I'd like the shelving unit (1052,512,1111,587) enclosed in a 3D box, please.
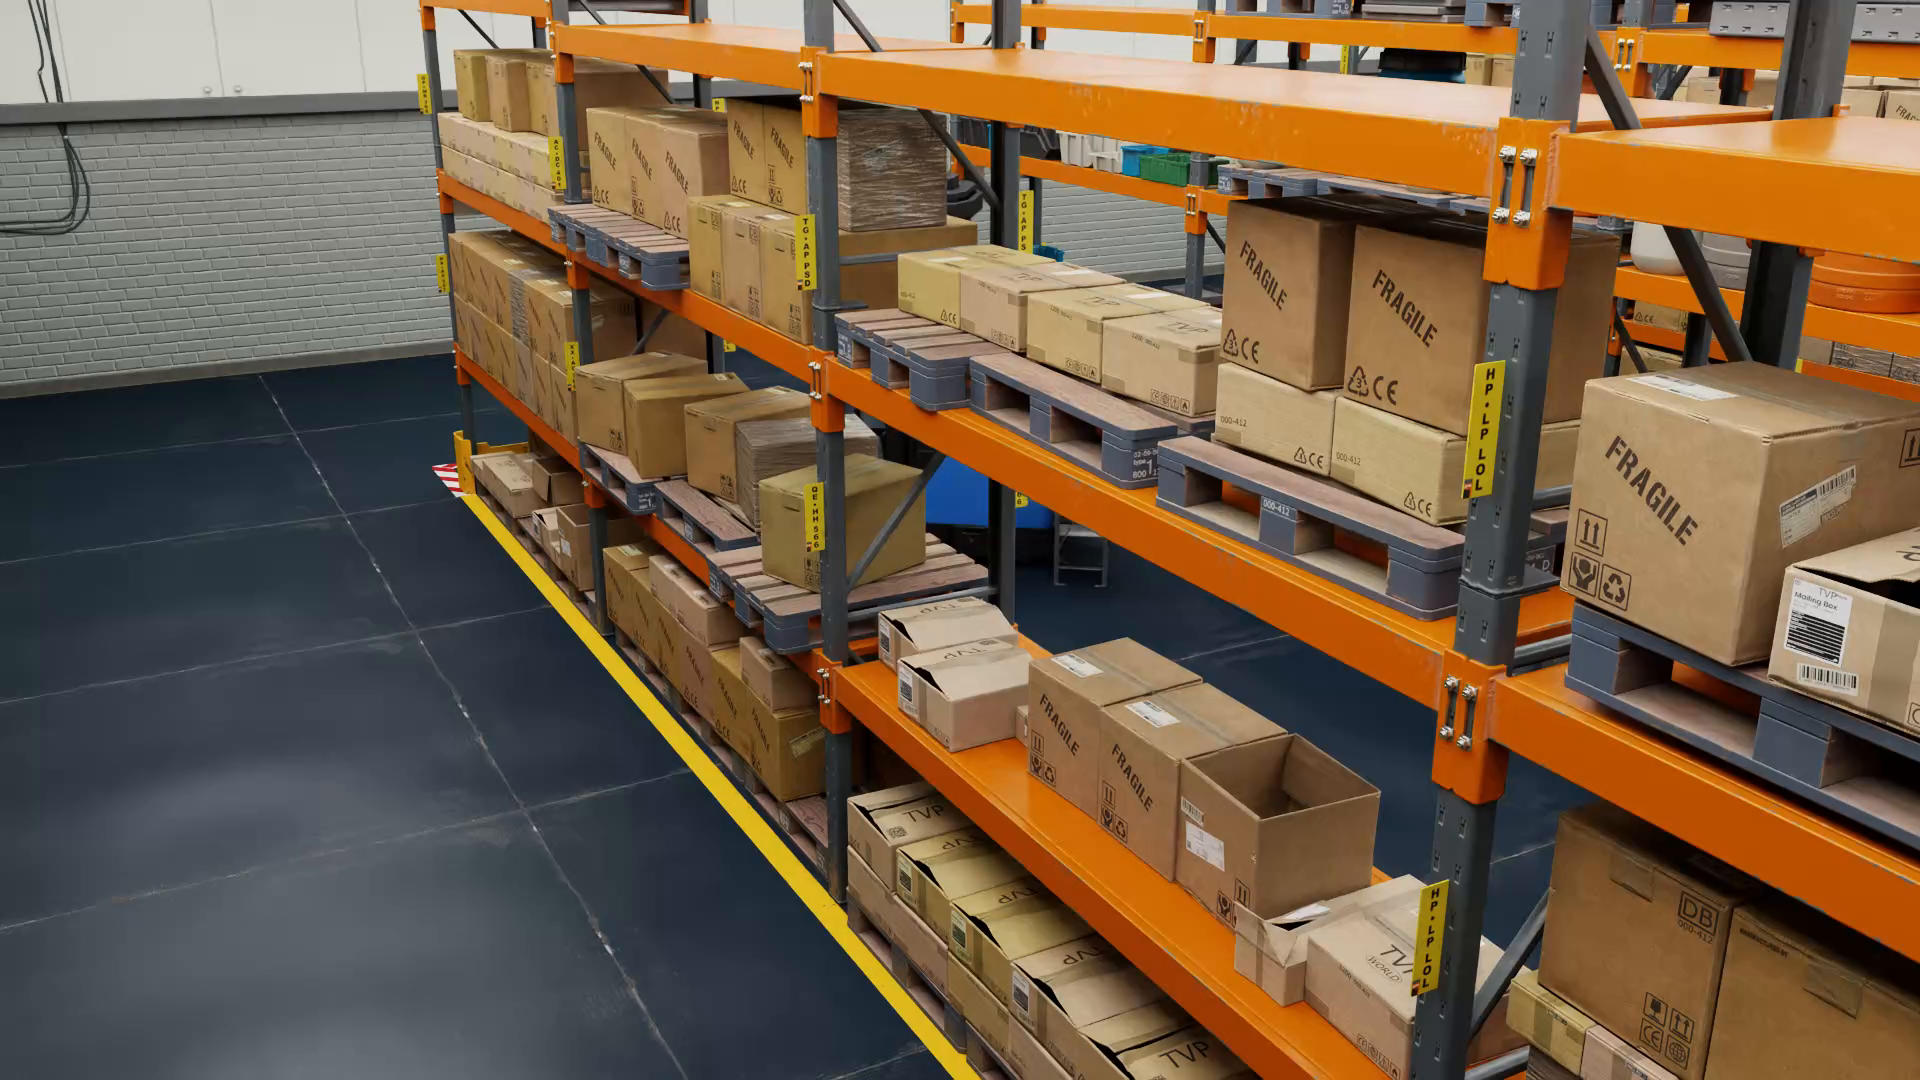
[{"bbox_3d":[0.945,-0.723,12.509,0.431,2.100,0.503,3,19,8],"label":"shelving unit"}]

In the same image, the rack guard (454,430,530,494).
[{"bbox_3d":[-3.957,-0.775,15.110,1.175,0.500,0.348,-10,21,-27],"label":"rack guard"}]

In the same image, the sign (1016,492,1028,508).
[{"bbox_3d":[0.292,-0.316,8.173,0.100,0.325,0.005,-10,21,-27],"label":"sign"}]

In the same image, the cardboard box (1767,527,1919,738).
[{"bbox_3d":[1.968,0.167,3.230,0.500,0.311,0.500,-11,22,-30],"label":"cardboard box"}]

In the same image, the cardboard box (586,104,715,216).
[{"bbox_3d":[-1.920,-2.385,10.395,0.600,0.600,0.600,-12,23,-32],"label":"cardboard box"}]

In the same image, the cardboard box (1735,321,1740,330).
[{"bbox_3d":[7.101,-1.952,14.536,0.500,0.500,0.500,-11,22,-28],"label":"cardboard box"}]

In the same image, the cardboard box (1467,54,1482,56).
[{"bbox_3d":[5.182,-4.901,17.688,0.700,0.500,0.500,-11,22,-29],"label":"cardboard box"}]

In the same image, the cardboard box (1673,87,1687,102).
[{"bbox_3d":[9.128,-5.429,20.398,0.500,0.250,0.500,-9,21,-25],"label":"cardboard box"}]

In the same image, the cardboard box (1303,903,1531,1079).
[{"bbox_3d":[1.433,1.403,5.197,0.500,0.250,0.500,-9,21,-23],"label":"cardboard box"}]

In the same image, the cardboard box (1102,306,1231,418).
[{"bbox_3d":[0.851,-0.637,5.867,0.500,0.250,0.500,-12,22,-31],"label":"cardboard box"}]

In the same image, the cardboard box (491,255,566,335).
[{"bbox_3d":[-3.285,-1.891,12.826,0.500,0.500,0.500,-10,22,-27],"label":"cardboard box"}]

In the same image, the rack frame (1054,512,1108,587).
[{"bbox_3d":[0.910,-0.645,12.281,0.400,2.100,0.015,3,19,8],"label":"rack frame"}]

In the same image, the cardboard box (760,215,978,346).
[{"bbox_3d":[-0.431,-1.267,7.952,0.910,0.500,0.500,-10,21,-27],"label":"cardboard box"}]

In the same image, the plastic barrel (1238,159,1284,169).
[{"bbox_3d":[2.296,-3.087,12.528,0.433,0.535,0.433,0,19,0],"label":"plastic barrel"}]

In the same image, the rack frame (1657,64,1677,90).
[{"bbox_3d":[9.139,-7.087,20.373,1.000,3.000,0.127,-10,21,-27],"label":"rack frame"}]

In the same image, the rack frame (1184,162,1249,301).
[{"bbox_3d":[2.267,-1.596,13.658,1.000,3.000,0.127,-10,21,-27],"label":"rack frame"}]

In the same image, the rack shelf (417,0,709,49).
[{"bbox_3d":[-3.044,-3.898,12.241,1.077,0.370,4.000,-10,21,-27],"label":"rack shelf"}]

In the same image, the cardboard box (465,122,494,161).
[{"bbox_3d":[-3.504,-3.087,12.843,0.500,0.250,0.500,-10,21,-27],"label":"cardboard box"}]

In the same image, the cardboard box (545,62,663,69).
[{"bbox_3d":[-2.471,-3.067,11.636,0.700,0.500,0.500,-10,21,-27],"label":"cardboard box"}]

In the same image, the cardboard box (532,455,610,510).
[{"bbox_3d":[-2.991,-0.396,13.334,0.797,0.503,0.637,-10,21,-27],"label":"cardboard box"}]

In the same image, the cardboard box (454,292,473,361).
[{"bbox_3d":[-4.015,-1.857,14.262,0.500,0.500,0.500,-9,21,-26],"label":"cardboard box"}]

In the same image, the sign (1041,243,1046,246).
[{"bbox_3d":[0.844,-2.911,17.220,0.100,0.325,0.005,-10,21,-27],"label":"sign"}]

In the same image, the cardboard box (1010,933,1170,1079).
[{"bbox_3d":[0.537,1.794,6.545,0.500,0.311,0.500,-10,22,-27],"label":"cardboard box"}]

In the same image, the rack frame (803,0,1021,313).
[{"bbox_3d":[-0.195,-2.517,7.131,1.000,3.000,0.127,-10,21,-27],"label":"rack frame"}]

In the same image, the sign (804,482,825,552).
[{"bbox_3d":[-0.668,-0.105,7.683,0.100,0.325,0.005,-10,21,-27],"label":"sign"}]

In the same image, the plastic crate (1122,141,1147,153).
[{"bbox_3d":[1.567,-3.483,14.932,0.437,0.136,0.530,-10,21,-27],"label":"plastic crate"}]

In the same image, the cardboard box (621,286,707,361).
[{"bbox_3d":[-2.070,-1.529,11.777,0.500,0.500,0.500,-9,21,-25],"label":"cardboard box"}]

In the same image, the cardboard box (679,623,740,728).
[{"bbox_3d":[-1.345,0.762,9.983,0.500,0.500,0.500,-11,22,-29],"label":"cardboard box"}]

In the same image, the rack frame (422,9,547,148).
[{"bbox_3d":[-3.994,-4.814,13.787,1.000,3.000,0.127,-10,21,-27],"label":"rack frame"}]

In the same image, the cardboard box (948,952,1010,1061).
[{"bbox_3d":[0.287,1.908,7.075,0.500,0.250,0.500,-11,22,-28],"label":"cardboard box"}]

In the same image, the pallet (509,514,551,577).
[{"bbox_3d":[-3.003,-0.059,13.481,1.003,0.211,1.213,-10,21,-27],"label":"pallet"}]

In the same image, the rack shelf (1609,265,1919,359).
[{"bbox_3d":[5.116,-0.951,8.295,1.077,0.370,4.000,-10,21,-27],"label":"rack shelf"}]

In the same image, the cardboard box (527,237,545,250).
[{"bbox_3d":[-3.300,-2.268,13.919,0.500,0.500,0.500,-9,21,-25],"label":"cardboard box"}]

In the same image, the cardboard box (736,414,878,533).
[{"bbox_3d":[-0.859,-0.383,9.345,0.700,0.500,0.500,-6,20,-16],"label":"cardboard box"}]

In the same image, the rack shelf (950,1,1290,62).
[{"bbox_3d":[1.317,-4.477,14.526,1.077,0.370,4.000,-10,21,-27],"label":"rack shelf"}]

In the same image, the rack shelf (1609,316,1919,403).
[{"bbox_3d":[7.576,-1.449,14.335,1.077,0.370,4.000,-10,21,-27],"label":"rack shelf"}]

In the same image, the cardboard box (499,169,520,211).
[{"bbox_3d":[-3.032,-2.563,12.091,0.500,0.250,0.500,-10,21,-27],"label":"cardboard box"}]

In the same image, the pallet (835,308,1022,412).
[{"bbox_3d":[0.206,-0.829,7.127,1.213,0.211,1.003,-9,21,-24],"label":"pallet"}]

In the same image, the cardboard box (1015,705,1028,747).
[{"bbox_3d":[0.461,0.795,7.115,0.380,0.149,0.250,-8,21,-23],"label":"cardboard box"}]

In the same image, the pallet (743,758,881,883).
[{"bbox_3d":[-0.516,1.416,9.203,1.003,0.211,1.213,-10,21,-27],"label":"pallet"}]

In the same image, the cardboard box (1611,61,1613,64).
[{"bbox_3d":[6.185,-4.700,15.954,0.500,0.250,0.500,-12,22,-30],"label":"cardboard box"}]

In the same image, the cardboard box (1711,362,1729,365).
[{"bbox_3d":[7.372,-1.120,14.893,1.225,0.875,0.875,-11,22,-29],"label":"cardboard box"}]

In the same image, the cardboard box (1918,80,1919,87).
[{"bbox_3d":[10.596,-4.779,17.747,0.500,0.250,0.500,-11,22,-29],"label":"cardboard box"}]

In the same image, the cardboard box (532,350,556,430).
[{"bbox_3d":[-2.803,-1.129,12.150,0.500,0.500,0.500,-9,21,-25],"label":"cardboard box"}]

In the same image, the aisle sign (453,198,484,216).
[{"bbox_3d":[-4.284,-3.181,14.266,0.394,0.787,0.004,-10,21,-27],"label":"aisle sign"}]

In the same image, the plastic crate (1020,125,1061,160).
[{"bbox_3d":[0.851,-3.652,15.112,0.504,0.338,0.767,-10,21,-27],"label":"plastic crate"}]

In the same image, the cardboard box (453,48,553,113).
[{"bbox_3d":[-3.735,-3.771,13.677,0.700,0.500,0.500,-10,21,-27],"label":"cardboard box"}]

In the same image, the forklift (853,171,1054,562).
[{"bbox_3d":[-0.681,-1.420,13.253,3.031,2.935,1.130,3,19,9],"label":"forklift"}]

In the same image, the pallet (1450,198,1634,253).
[{"bbox_3d":[3.889,-2.011,10.552,1.003,0.211,1.213,-10,21,-27],"label":"pallet"}]

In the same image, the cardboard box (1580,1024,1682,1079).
[{"bbox_3d":[1.781,1.292,4.141,0.380,0.149,0.250,-10,21,-26],"label":"cardboard box"}]

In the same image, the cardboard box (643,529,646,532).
[{"bbox_3d":[-2.523,-0.099,12.990,0.380,0.166,0.250,-10,21,-27],"label":"cardboard box"}]

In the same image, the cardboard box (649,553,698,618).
[{"bbox_3d":[-1.604,0.253,10.308,0.500,0.250,0.500,-10,21,-27],"label":"cardboard box"}]

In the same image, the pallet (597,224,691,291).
[{"bbox_3d":[-1.351,-1.664,9.544,1.213,0.211,1.003,-10,21,-27],"label":"pallet"}]
